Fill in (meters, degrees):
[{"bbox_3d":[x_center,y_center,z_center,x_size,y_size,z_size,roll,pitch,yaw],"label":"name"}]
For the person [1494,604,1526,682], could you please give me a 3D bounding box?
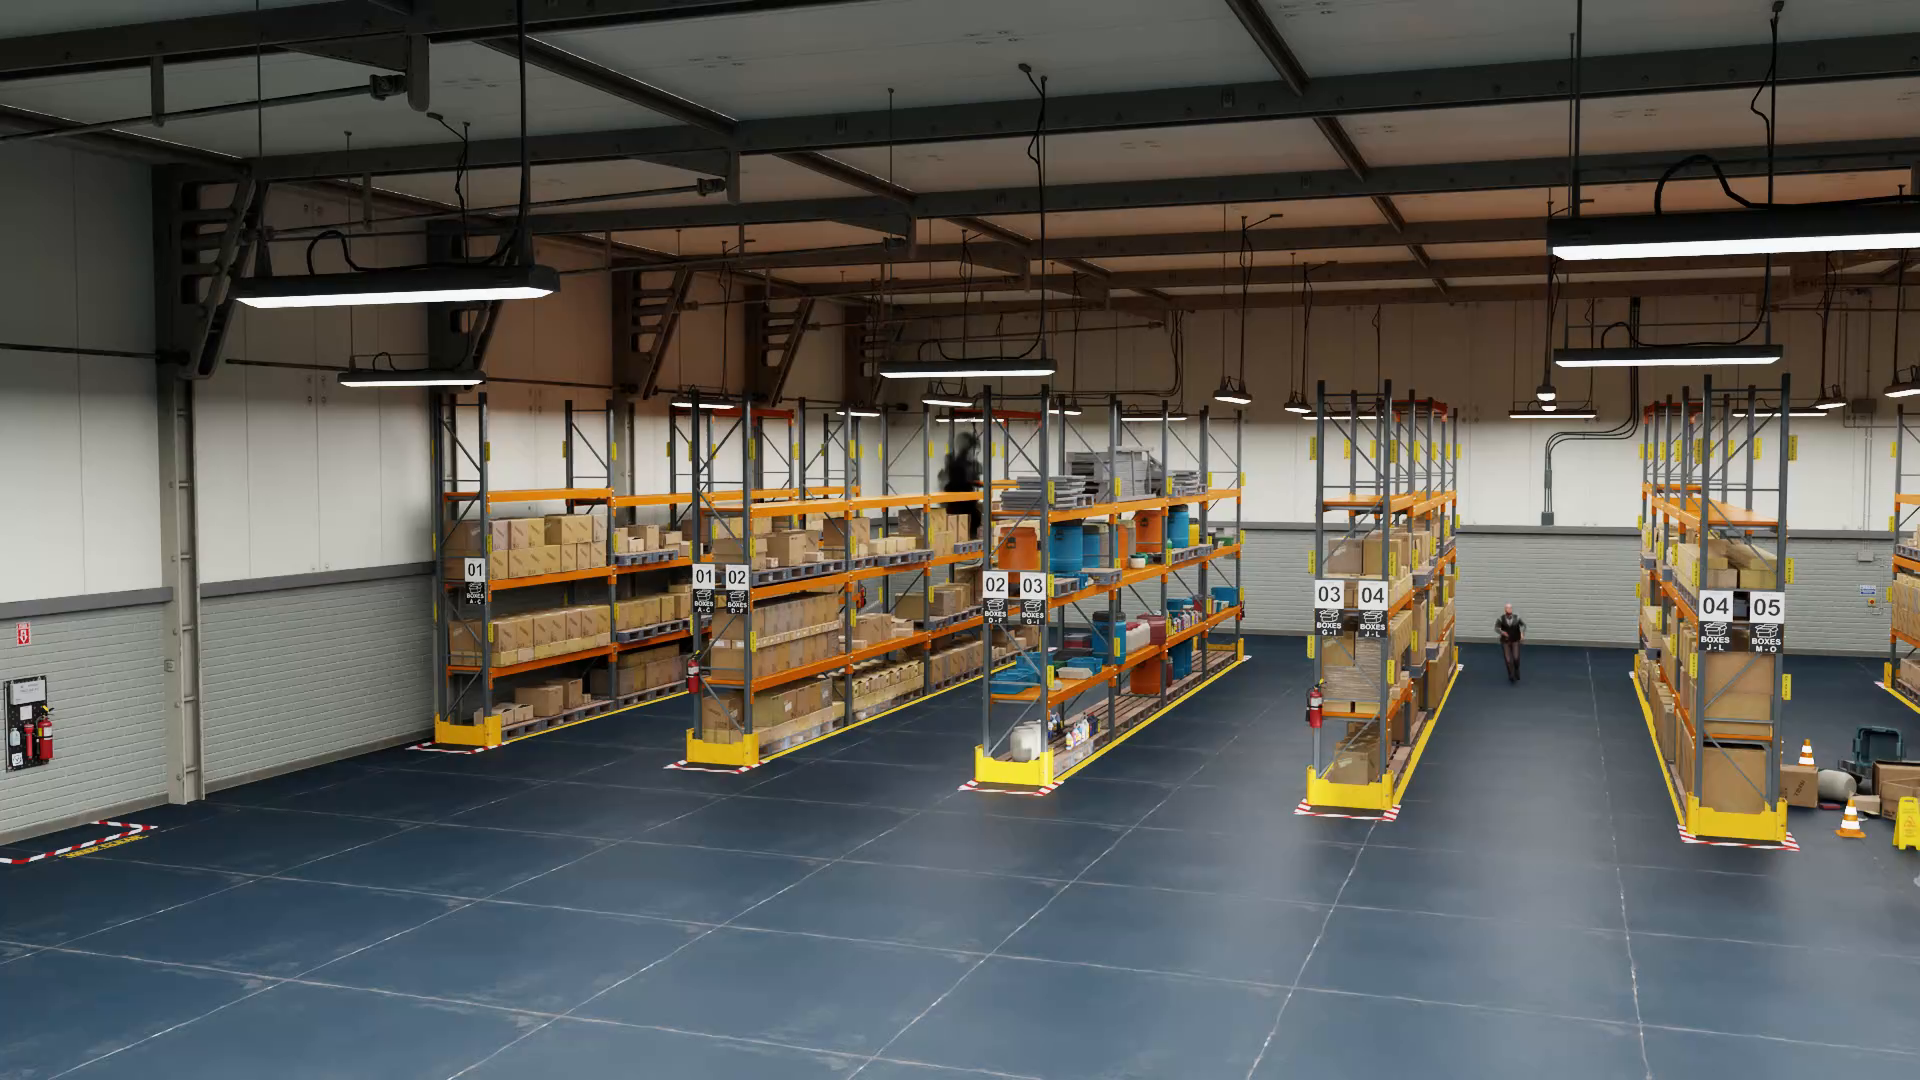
[{"bbox_3d":[11.949,2.231,36.129,0.658,1.695,0.594,1,3,18],"label":"person"}]
